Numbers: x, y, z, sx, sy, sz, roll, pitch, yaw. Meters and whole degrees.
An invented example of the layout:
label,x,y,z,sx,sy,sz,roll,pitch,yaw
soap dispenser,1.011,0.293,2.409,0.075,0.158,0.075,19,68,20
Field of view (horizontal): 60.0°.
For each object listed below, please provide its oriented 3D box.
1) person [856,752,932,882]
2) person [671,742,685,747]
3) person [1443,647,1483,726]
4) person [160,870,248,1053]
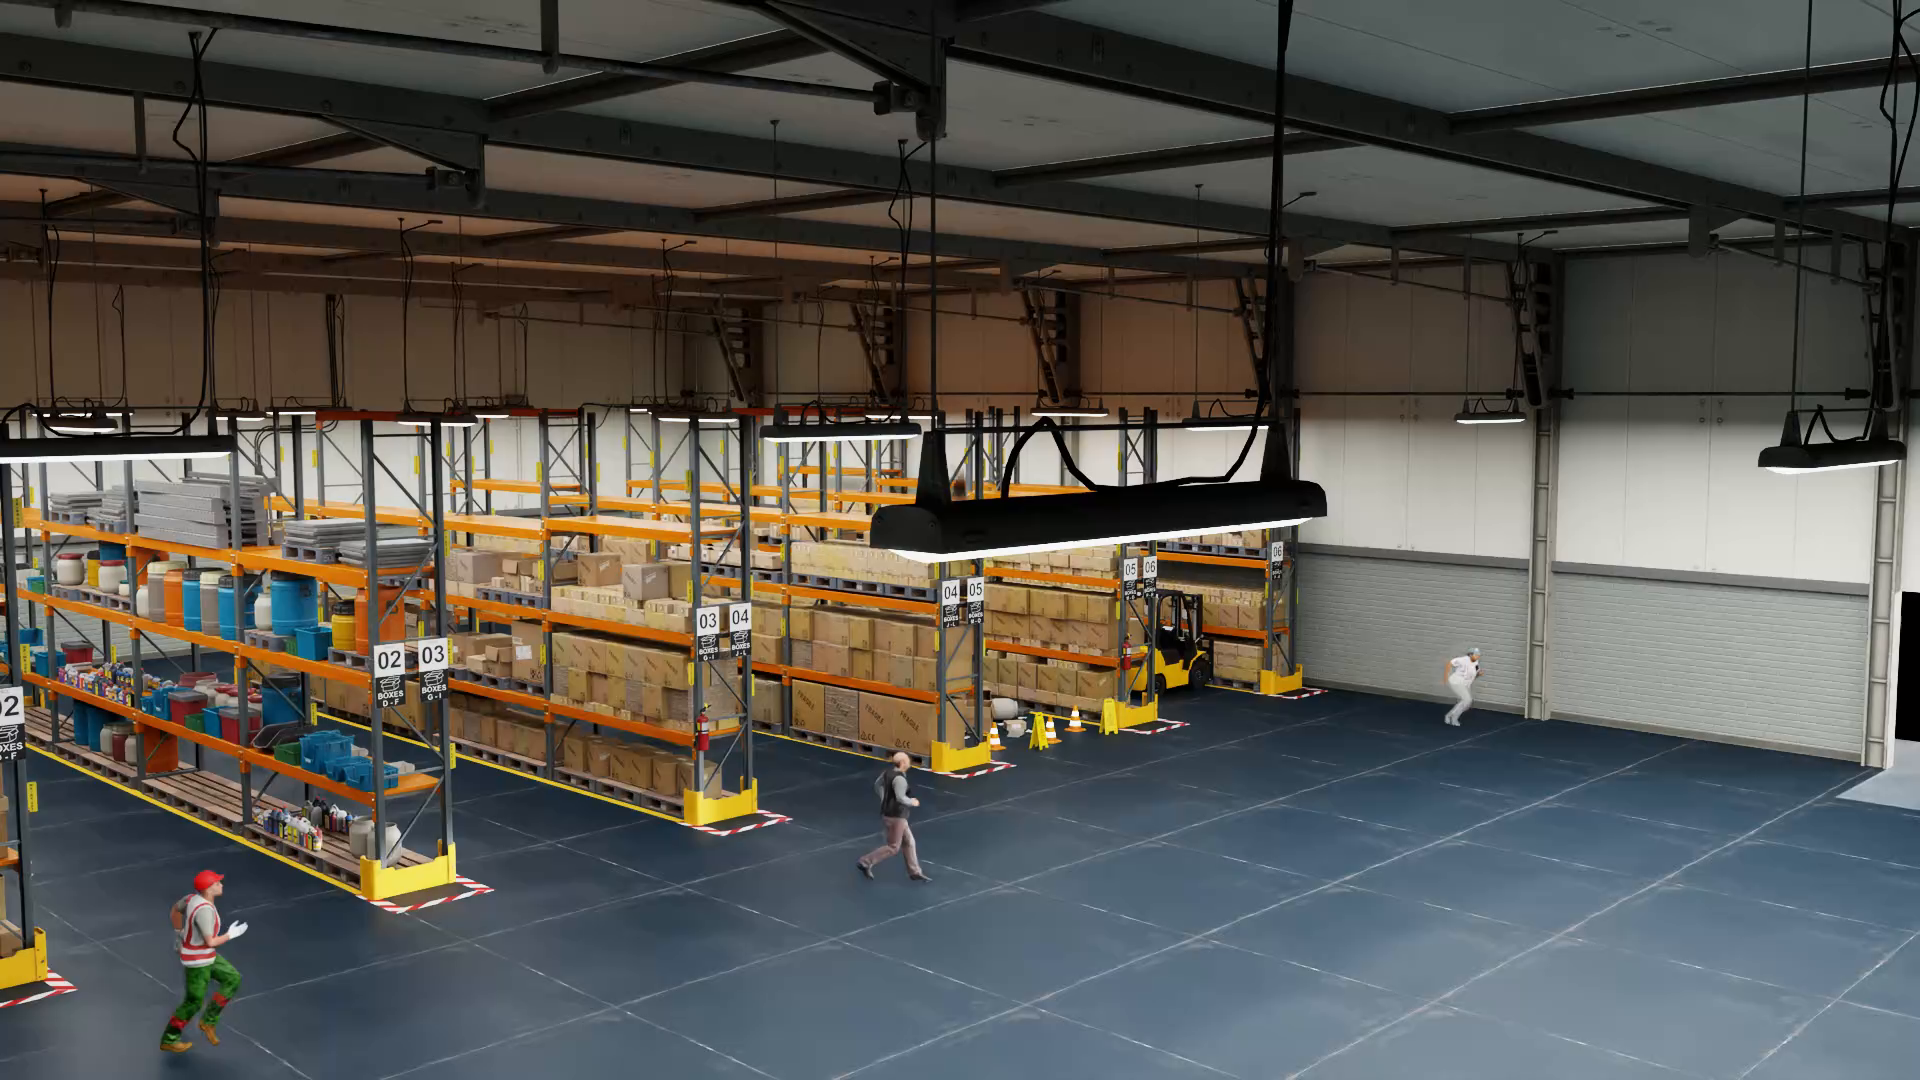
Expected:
label,x,y,z,sx,sy,sz,roll,pitch,yaw
person,-0.851,3.583,21.368,1.008,1.717,0.680,-2,5,-17
person,-5.315,2.813,29.962,0.952,1.754,0.725,3,6,31
person,9.565,2.792,31.617,0.666,1.556,0.777,-5,7,-42
person,-7.258,4.021,15.940,0.807,1.744,0.696,-2,6,-26
